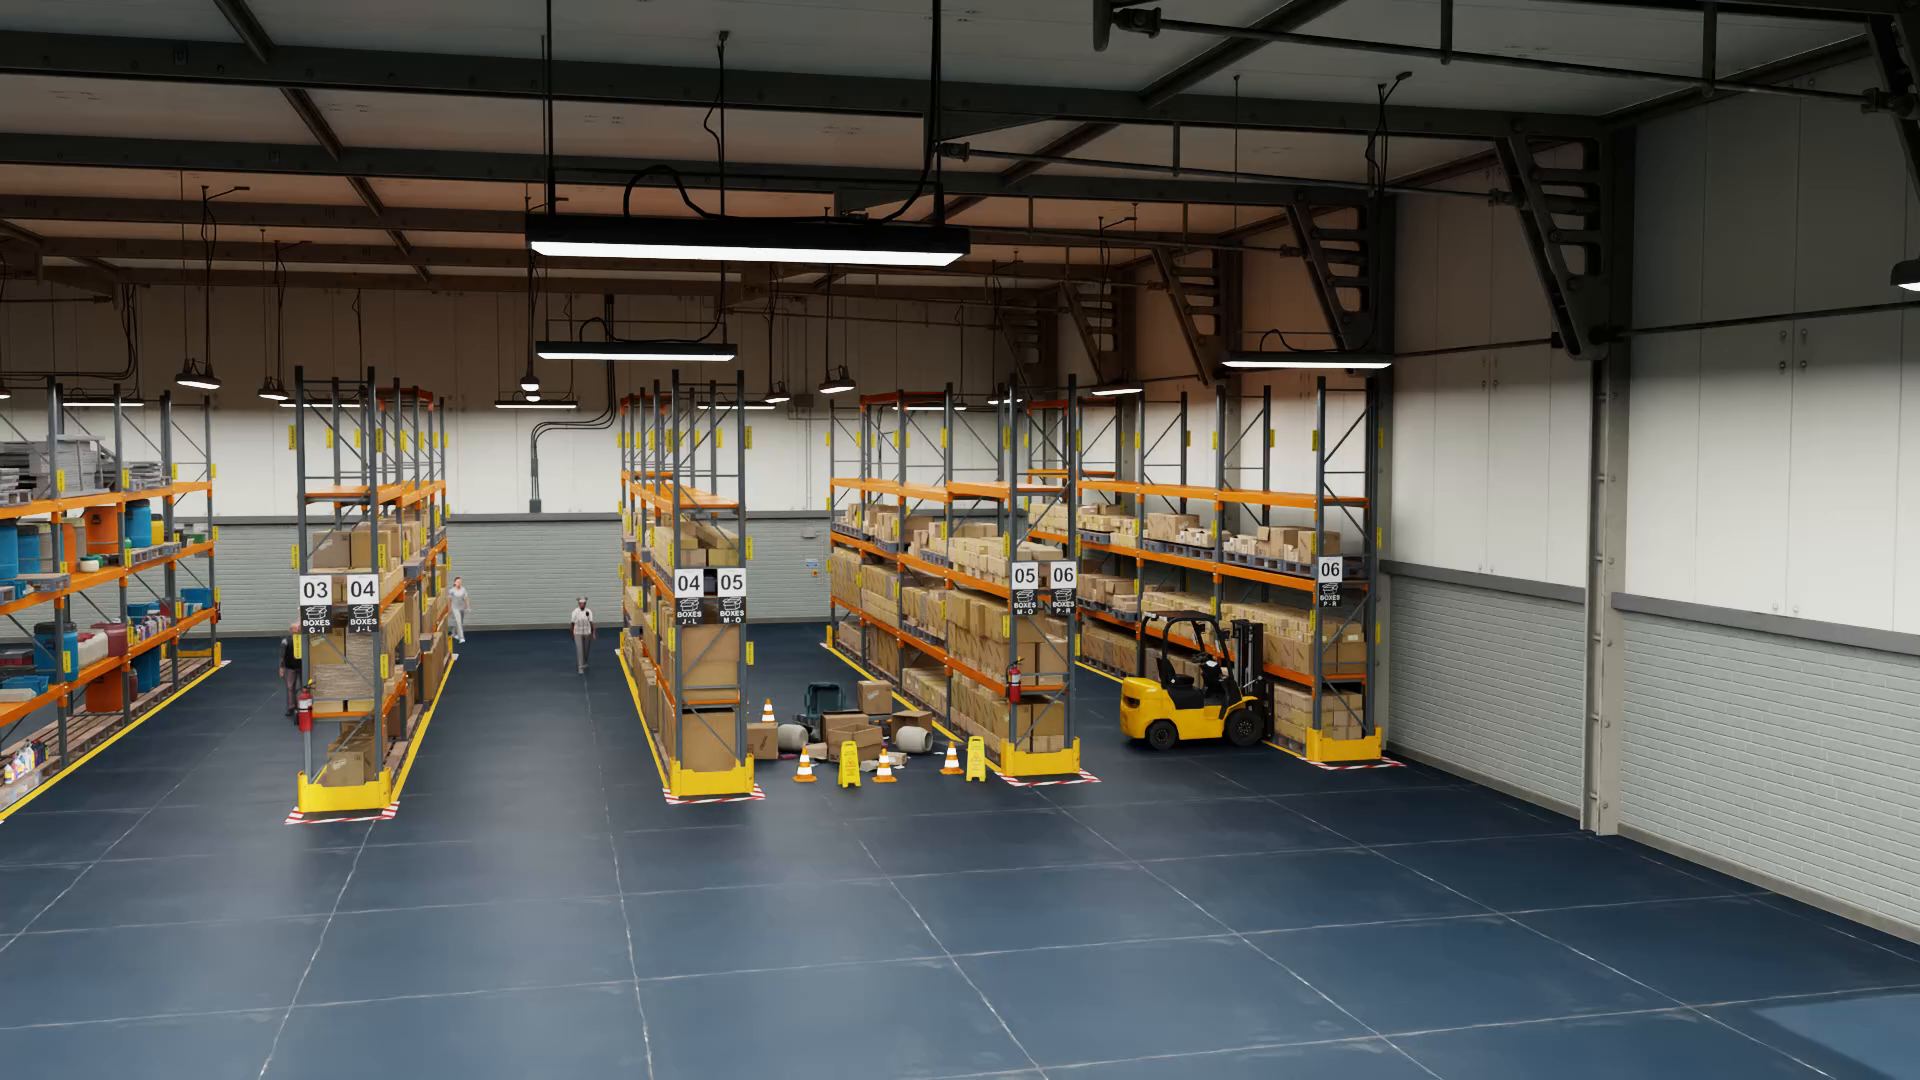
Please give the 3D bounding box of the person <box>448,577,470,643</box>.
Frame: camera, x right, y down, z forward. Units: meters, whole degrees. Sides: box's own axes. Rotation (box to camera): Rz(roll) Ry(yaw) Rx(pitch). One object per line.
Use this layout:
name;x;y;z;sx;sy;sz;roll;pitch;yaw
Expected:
person;-12.449;1.717;41.262;0.469;1.610;1.099;-3;4;-39

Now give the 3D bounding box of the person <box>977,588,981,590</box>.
person;0.747;1.464;45.536;0.943;1.619;0.502;-2;4;-34

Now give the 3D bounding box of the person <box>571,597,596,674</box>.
person;-8.138;2.026;35.903;0.516;1.627;1.020;-1;4;-16

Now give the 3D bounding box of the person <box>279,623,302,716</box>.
person;-12.119;2.343;30.379;0.638;1.663;1.074;-1;4;-13
